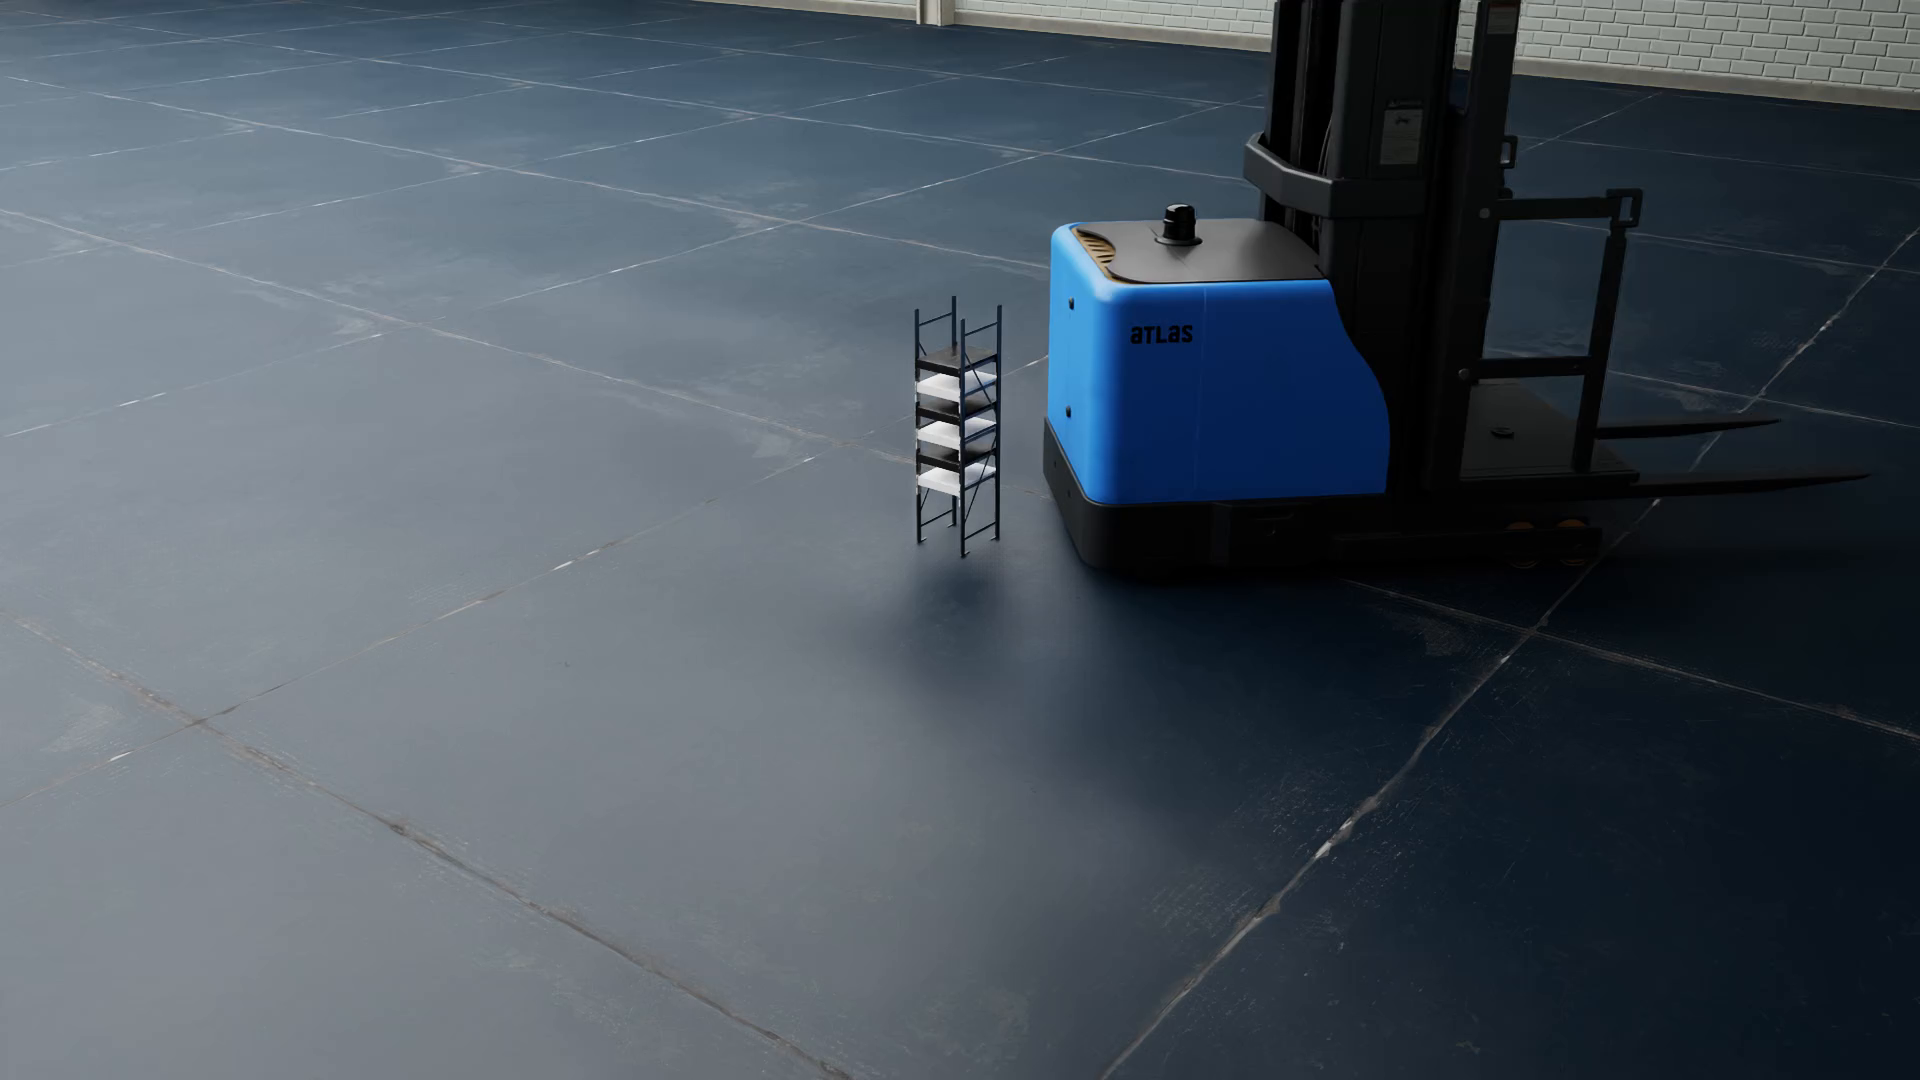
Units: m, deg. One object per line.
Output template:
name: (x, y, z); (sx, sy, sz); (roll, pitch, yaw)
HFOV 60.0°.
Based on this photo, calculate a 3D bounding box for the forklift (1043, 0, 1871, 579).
forklift: (1.888, -1.447, 5.899); (3.031, 2.935, 1.130); (-3, 24, -6)

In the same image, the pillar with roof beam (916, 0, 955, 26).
pillar with roof beam: (-2.888, -9.300, 16.196); (0.400, 9.000, 9.100); (17, 29, 33)

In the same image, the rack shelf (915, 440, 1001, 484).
rack shelf: (-0.006, -0.301, 6.123); (0.200, 0.077, 0.258); (17, 29, 33)

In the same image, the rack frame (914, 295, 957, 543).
rack frame: (-0.088, -0.438, 6.129); (0.006, 0.900, 0.240); (17, 29, 33)

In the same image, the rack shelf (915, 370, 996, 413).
rack shelf: (-0.006, -0.548, 6.014); (0.200, 0.077, 0.258); (17, 29, 33)

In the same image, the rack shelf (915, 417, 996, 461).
rack shelf: (-0.006, -0.383, 6.086); (0.200, 0.077, 0.258); (17, 29, 33)

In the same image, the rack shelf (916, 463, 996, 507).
rack shelf: (-0.006, -0.219, 6.159); (0.200, 0.077, 0.258); (17, 29, 33)

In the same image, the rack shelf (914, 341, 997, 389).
rack shelf: (-0.006, -0.630, 5.978); (0.200, 0.077, 0.258); (17, 29, 33)

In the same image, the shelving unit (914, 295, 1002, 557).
shelving unit: (-0.006, -0.414, 6.073); (0.210, 0.900, 0.258); (17, 29, 33)

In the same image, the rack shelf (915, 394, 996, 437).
rack shelf: (-0.006, -0.466, 6.050); (0.200, 0.077, 0.258); (17, 29, 33)

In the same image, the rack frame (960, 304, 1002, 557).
rack frame: (0.075, -0.389, 6.017); (0.006, 0.900, 0.240); (17, 29, 33)
